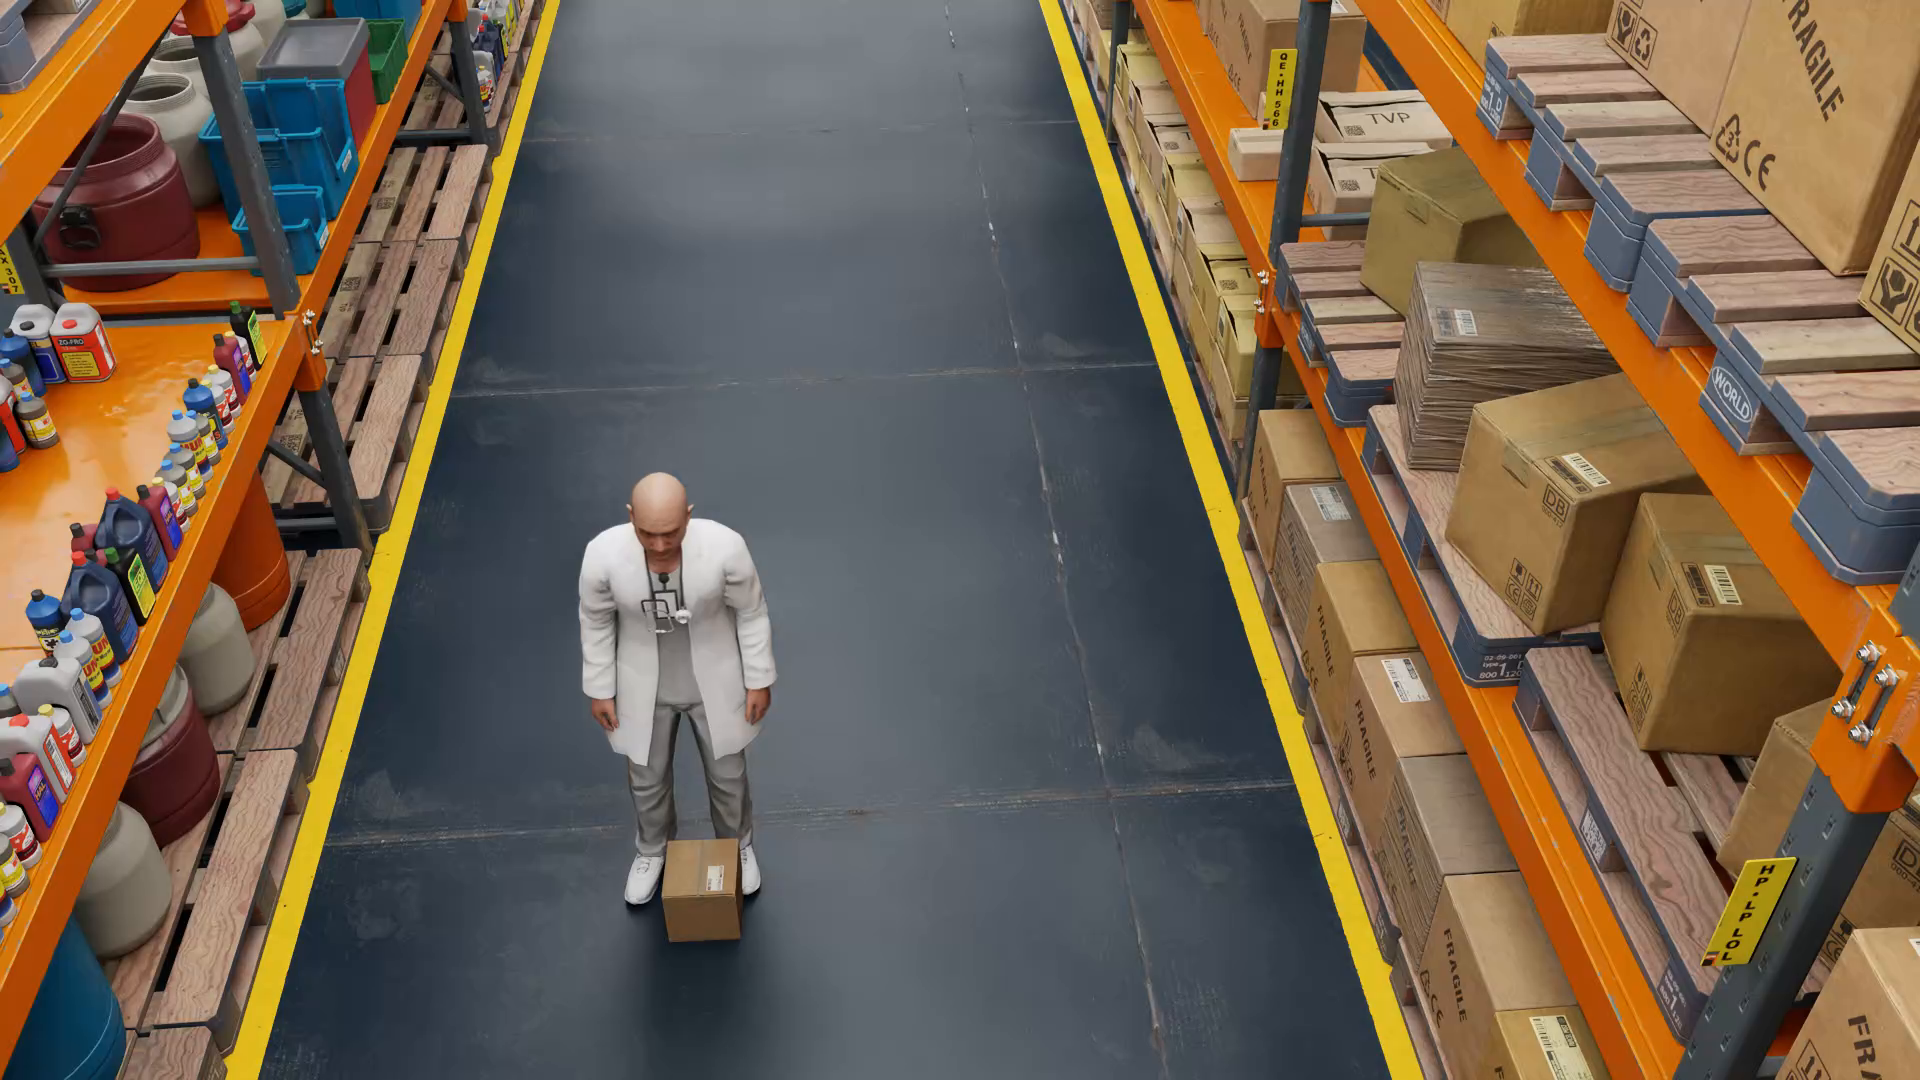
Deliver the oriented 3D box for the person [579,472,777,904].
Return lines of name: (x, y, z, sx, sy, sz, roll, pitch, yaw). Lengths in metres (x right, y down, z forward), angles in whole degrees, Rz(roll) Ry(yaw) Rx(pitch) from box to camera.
person: (-0.932, 0.485, 5.558, 0.642, 1.774, 0.420, -3, 39, -4)
